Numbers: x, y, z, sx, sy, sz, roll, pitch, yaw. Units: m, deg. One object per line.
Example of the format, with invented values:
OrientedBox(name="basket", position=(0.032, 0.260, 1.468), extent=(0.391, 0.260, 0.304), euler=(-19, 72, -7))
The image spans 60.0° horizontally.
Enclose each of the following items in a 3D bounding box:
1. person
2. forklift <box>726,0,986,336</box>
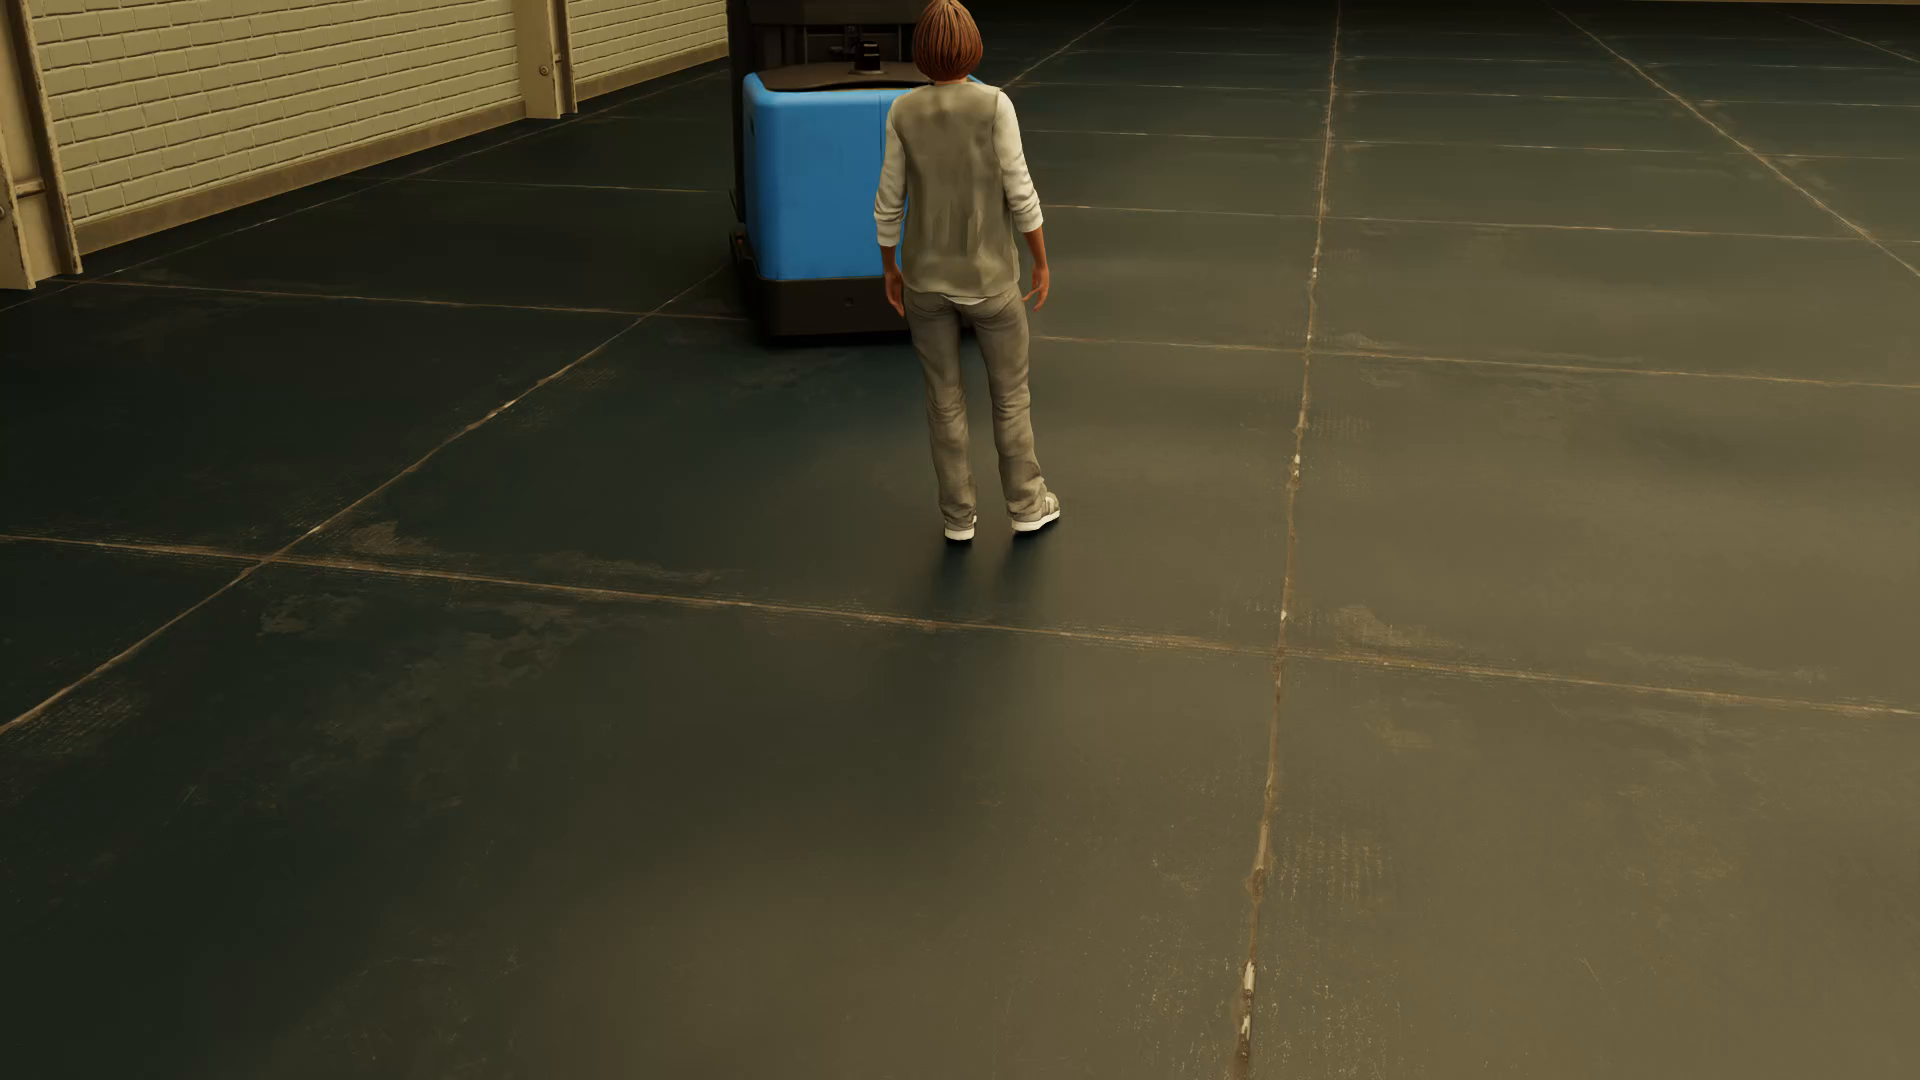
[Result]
OrientedBox(name="person", position=(0.029, -0.772, 4.909), extent=(0.521, 1.599, 0.473), euler=(5, 23, 11))
OrientedBox(name="forklift", position=(-0.599, -2.751, 8.013), extent=(1.130, 2.935, 3.031), euler=(-4, 23, -10))
